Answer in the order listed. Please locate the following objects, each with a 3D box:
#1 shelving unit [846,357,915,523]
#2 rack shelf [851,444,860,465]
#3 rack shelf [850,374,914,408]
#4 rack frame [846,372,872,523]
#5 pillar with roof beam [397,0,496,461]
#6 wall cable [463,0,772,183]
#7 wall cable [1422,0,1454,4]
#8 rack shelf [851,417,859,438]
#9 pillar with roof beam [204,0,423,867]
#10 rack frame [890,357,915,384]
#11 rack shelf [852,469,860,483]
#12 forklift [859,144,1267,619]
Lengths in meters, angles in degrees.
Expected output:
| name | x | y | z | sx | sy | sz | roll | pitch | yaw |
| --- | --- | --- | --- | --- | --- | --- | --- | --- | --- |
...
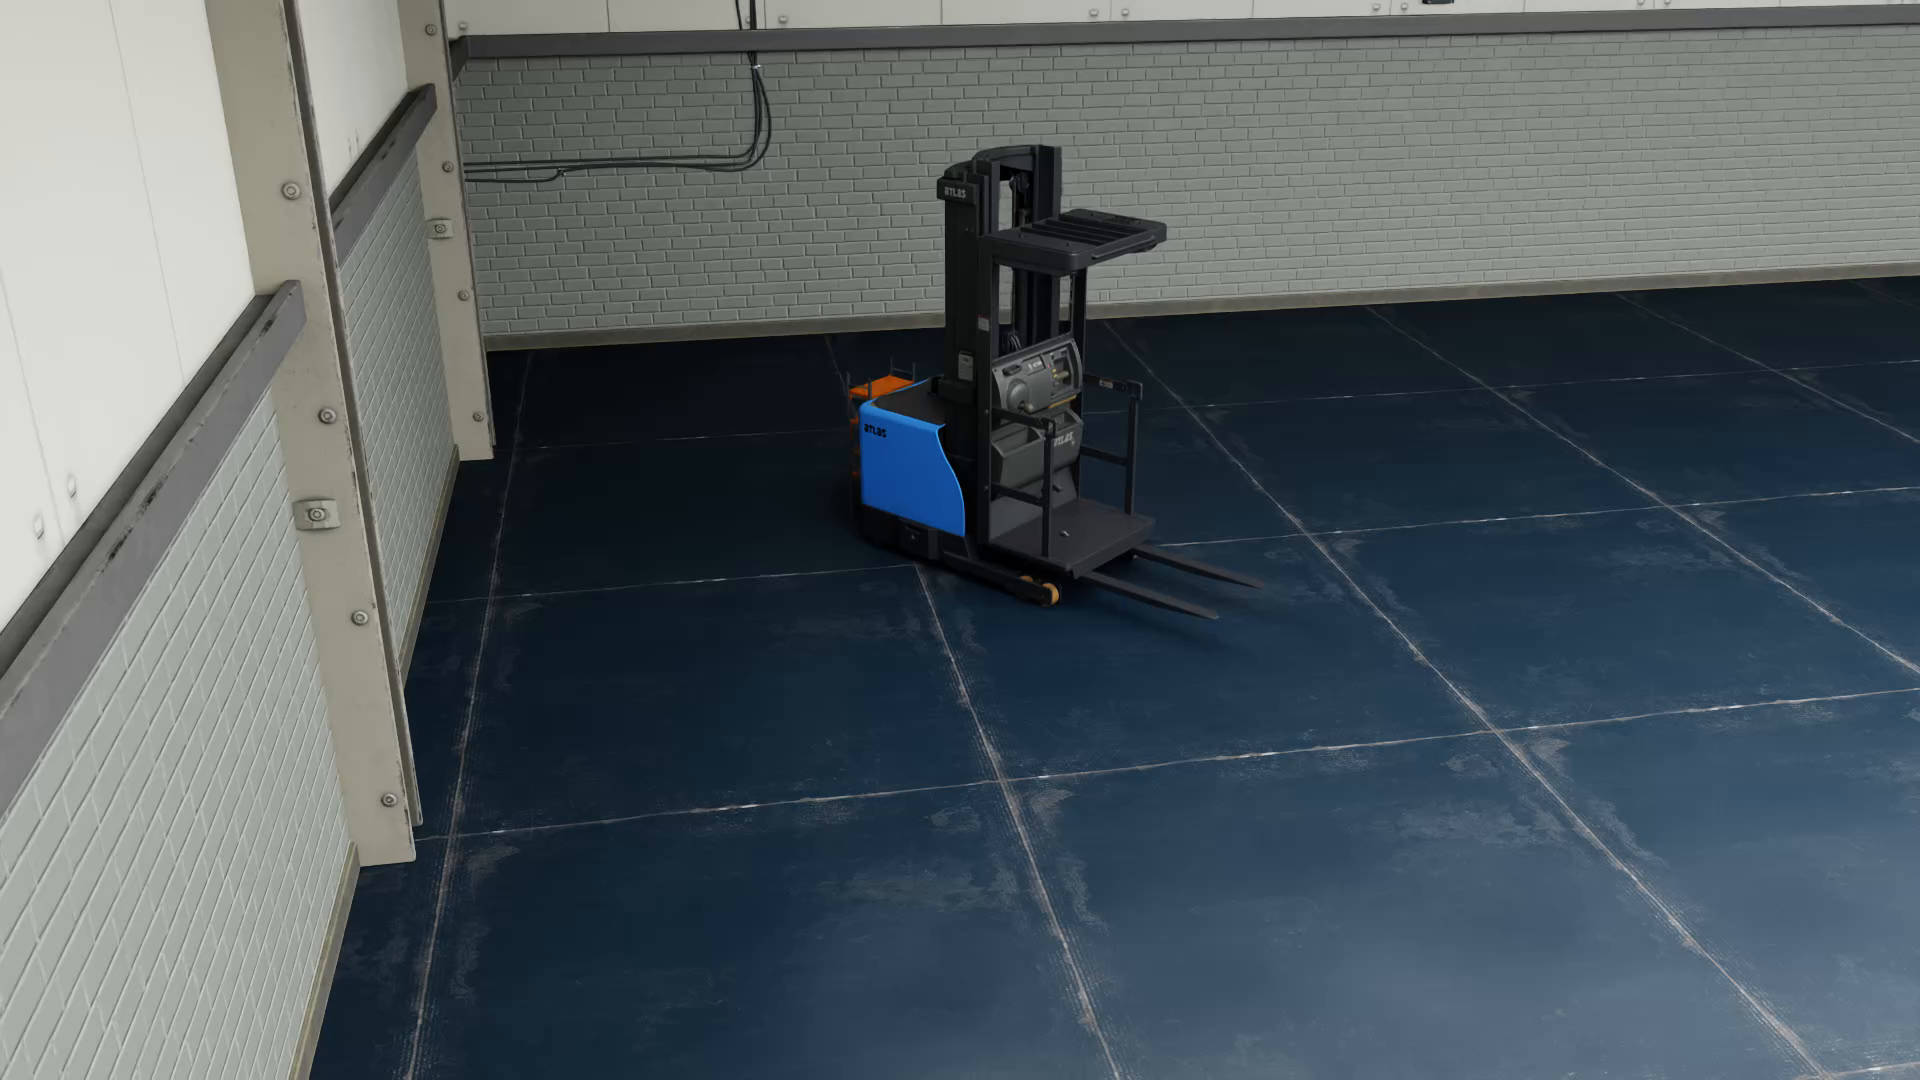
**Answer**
| name | x | y | z | sx | sy | sz | roll | pitch | yaw |
| --- | --- | --- | --- | --- | --- | --- | --- | --- | --- |
| shelving unit | -0.594 | -0.741 | 12.690 | 0.258 | 1.200 | 0.503 | 18 | 29 | 35 |
| rack shelf | -0.594 | -0.679 | 12.717 | 0.258 | 0.148 | 0.480 | 18 | 29 | 35 |
| rack shelf | -0.594 | -1.101 | 12.533 | 0.258 | 0.148 | 0.480 | 18 | 29 | 35 |
| rack frame | -0.748 | -0.665 | 12.517 | 0.240 | 1.200 | 0.015 | 18 | 29 | 35 |
| pillar with roof beam | 0.092 | -5.197 | 13.149 | 9.100 | 9.000 | 0.400 | -4 | 24 | -10 |
| wall cable | -3.384 | -4.712 | 15.918 | 3.097 | 2.526 | 0.112 | -4 | 24 | -10 |
| wall cable | 5.949 | -8.390 | 16.211 | 2.305 | 6.003 | 0.169 | -4 | 24 | -10 |
| rack shelf | -0.594 | -0.884 | 12.627 | 0.258 | 0.148 | 0.480 | 18 | 29 | 35 |
| pillar with roof beam | 1.202 | -2.837 | 7.745 | 9.100 | 9.000 | 0.400 | -4 | 24 | -10 |
| rack frame | -0.439 | -0.816 | 12.863 | 0.240 | 1.200 | 0.015 | 18 | 29 | 35 |
| rack shelf | -0.594 | -0.497 | 12.796 | 0.258 | 0.148 | 0.480 | 18 | 29 | 35 |
| forklift | 0.702 | -1.119 | 11.393 | 3.031 | 2.935 | 1.130 | 18 | 30 | 36 |
